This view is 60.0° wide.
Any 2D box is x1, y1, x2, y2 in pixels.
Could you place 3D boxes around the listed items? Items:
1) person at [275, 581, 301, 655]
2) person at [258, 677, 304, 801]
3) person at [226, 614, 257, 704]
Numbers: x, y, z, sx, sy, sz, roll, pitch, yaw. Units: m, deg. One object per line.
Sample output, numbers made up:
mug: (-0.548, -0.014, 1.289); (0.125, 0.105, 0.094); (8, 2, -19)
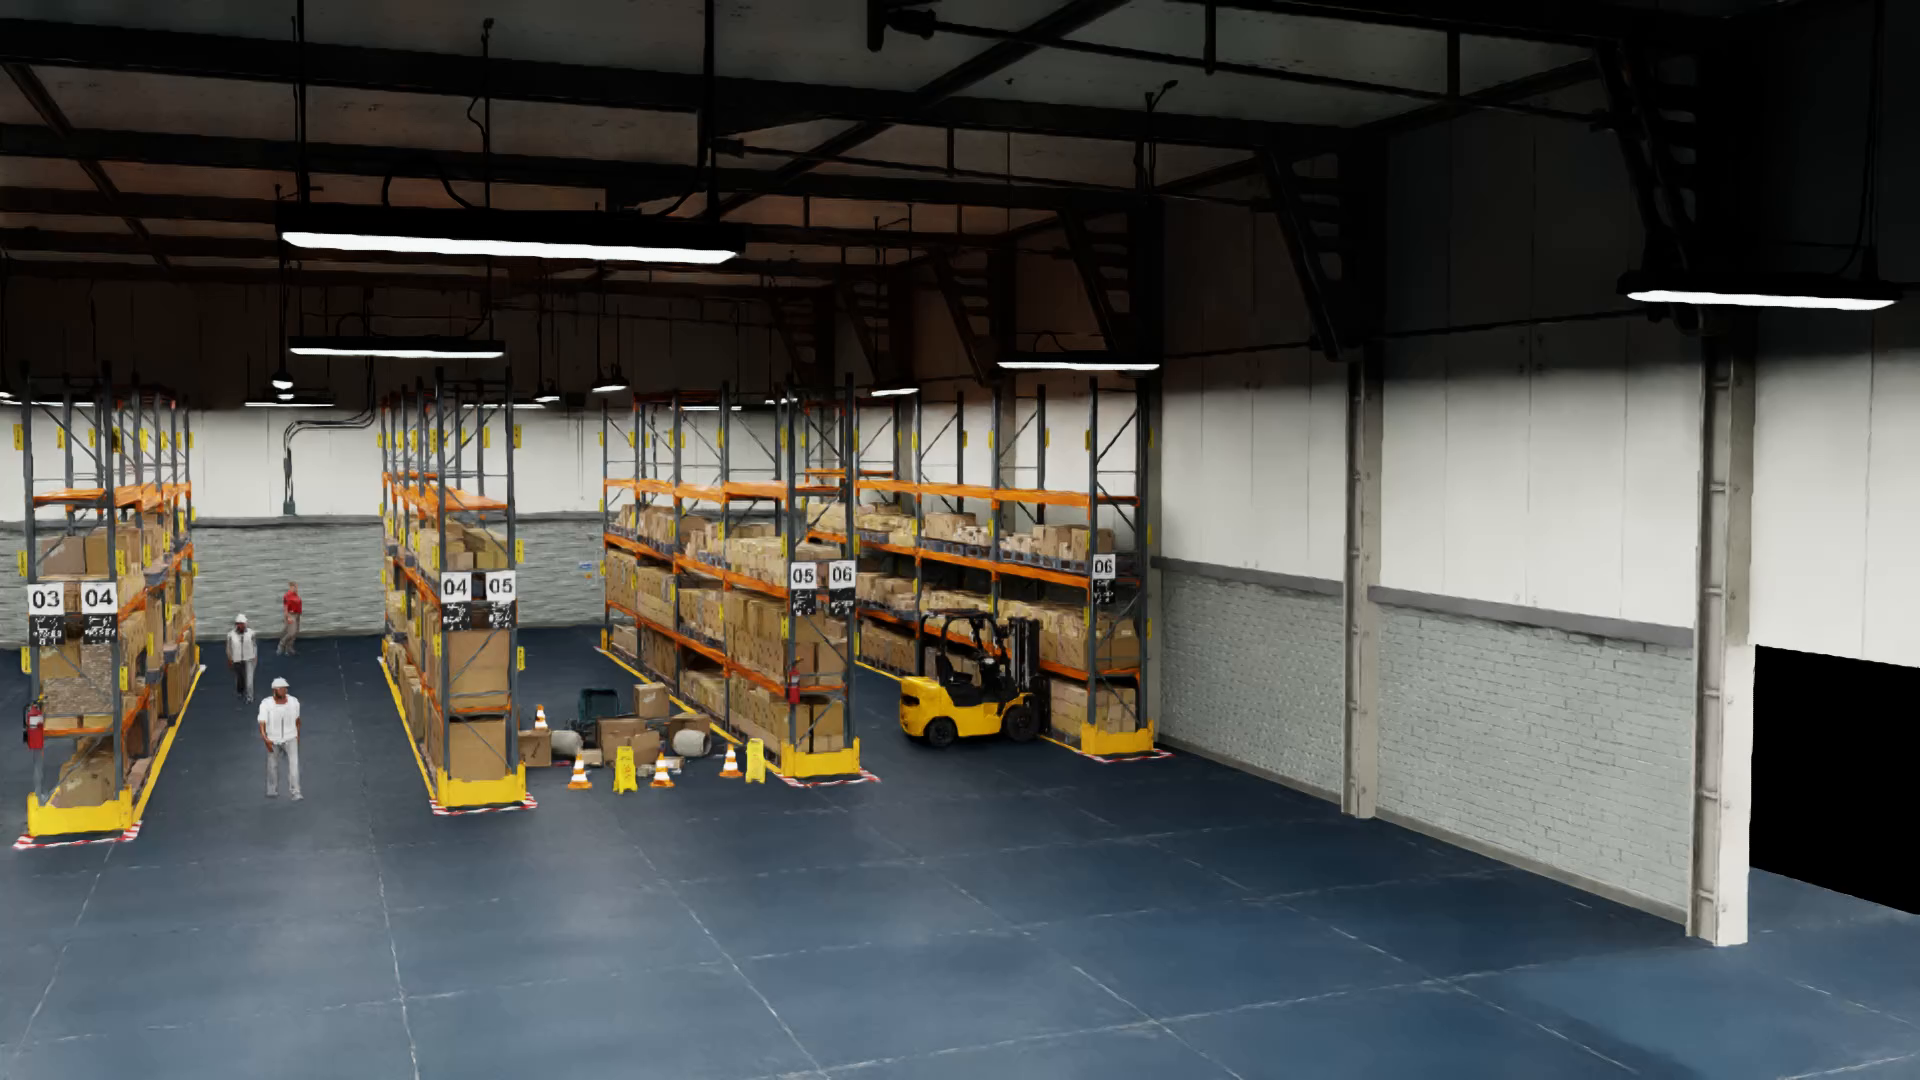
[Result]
person: (-15.562, 1.813, 38.568); (0.500, 1.718, 0.712); (0, 3, 6)
person: (-9.429, 2.752, 23.073); (0.571, 1.708, 1.035); (-2, 4, -30)
person: (-13.667, 2.240, 31.628); (0.543, 1.700, 1.115); (-1, 4, -19)
